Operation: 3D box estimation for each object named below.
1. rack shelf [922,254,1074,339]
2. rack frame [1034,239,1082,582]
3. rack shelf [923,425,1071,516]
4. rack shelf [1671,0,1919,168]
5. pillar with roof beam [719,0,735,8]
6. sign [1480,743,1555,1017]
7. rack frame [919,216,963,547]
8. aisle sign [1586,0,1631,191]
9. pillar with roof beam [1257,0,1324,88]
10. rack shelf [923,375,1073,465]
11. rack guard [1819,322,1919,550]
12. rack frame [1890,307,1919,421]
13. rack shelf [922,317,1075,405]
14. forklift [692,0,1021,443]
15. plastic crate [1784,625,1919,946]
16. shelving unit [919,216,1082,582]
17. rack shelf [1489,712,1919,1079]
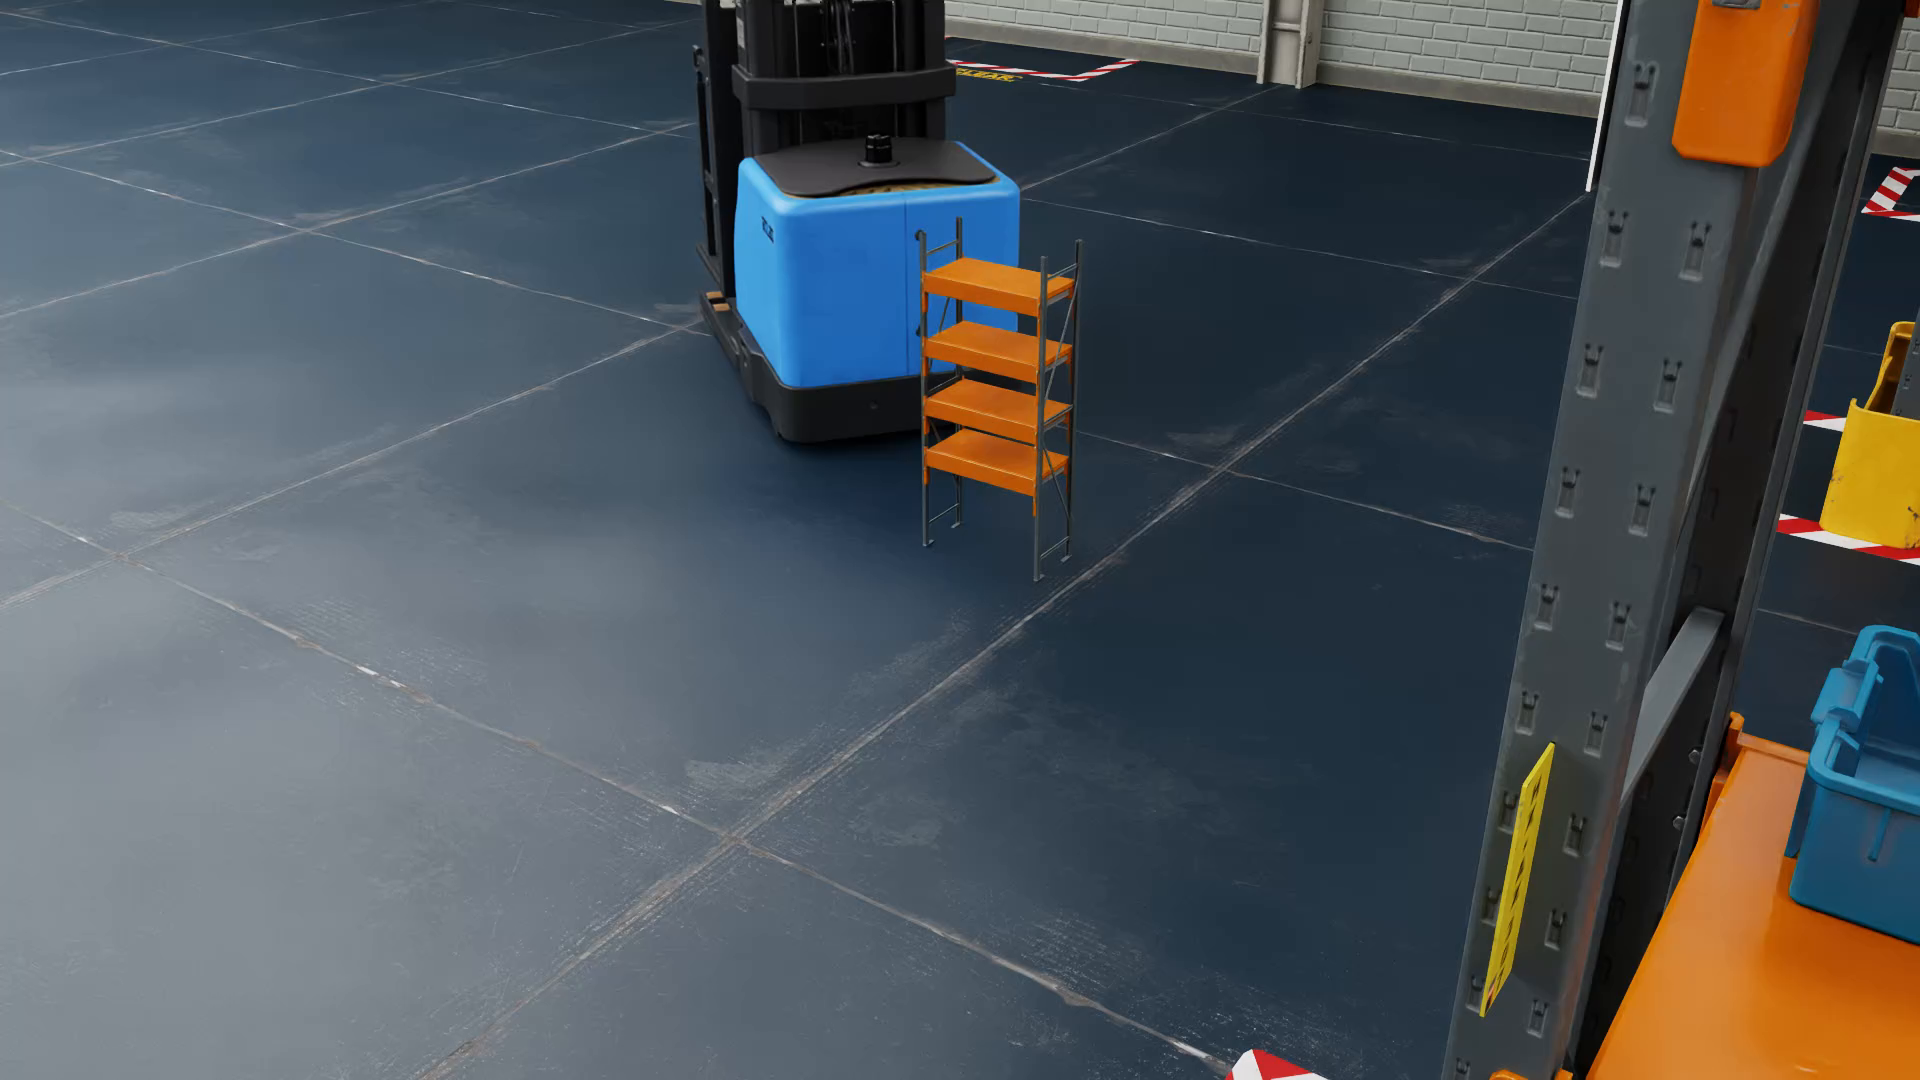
[{"bbox_3d":[0.136,-0.842,5.716,0.480,0.148,0.258,17,32,30],"label":"rack shelf"},{"bbox_3d":[0.338,-0.430,5.771,0.015,1.200,0.240,17,32,30],"label":"rack frame"},{"bbox_3d":[0.136,-0.255,6.015,0.480,0.148,0.258,17,32,30],"label":"rack shelf"},{"bbox_3d":[2.592,-0.197,0.815,4.000,0.370,1.077,17,32,30],"label":"rack shelf"},{"bbox_3d":[-4.710,-7.687,11.434,0.400,9.000,9.100,17,32,30],"label":"pillar with roof beam"},{"bbox_3d":[0.628,0.387,1.877,0.005,0.325,0.100,17,32,30],"label":"sign"},{"bbox_3d":[-0.065,-0.555,6.017,0.015,1.200,0.240,17,32,30],"label":"rack frame"},{"bbox_3d":[0.718,-0.762,1.573,0.004,0.787,0.394,17,32,30],"label":"aisle sign"},{"bbox_3d":[0.236,-6.147,8.406,0.400,9.000,9.100,17,32,30],"label":"pillar with roof beam"},{"bbox_3d":[0.136,-0.432,5.925,0.480,0.148,0.258,17,32,30],"label":"rack shelf"},{"bbox_3d":[3.731,-0.437,6.558,0.348,0.500,1.175,17,32,30],"label":"rack guard"},{"bbox_3d":[3.751,-1.545,5.979,0.127,3.000,1.000,17,32,30],"label":"rack frame"},{"bbox_3d":[0.136,-0.632,5.823,0.480,0.148,0.258,17,32,30],"label":"rack shelf"},{"bbox_3d":[-0.678,-2.357,7.650,1.130,2.935,3.031,-8,28,-16],"label":"forklift"},{"bbox_3d":[1.525,0.389,2.343,0.616,0.251,0.499,17,32,30],"label":"plastic crate"},{"bbox_3d":[0.136,-0.492,5.894,0.503,1.200,0.258,17,32,30],"label":"shelving unit"},{"bbox_3d":[2.592,1.140,1.496,4.000,0.370,1.077,17,32,30],"label":"rack shelf"}]
